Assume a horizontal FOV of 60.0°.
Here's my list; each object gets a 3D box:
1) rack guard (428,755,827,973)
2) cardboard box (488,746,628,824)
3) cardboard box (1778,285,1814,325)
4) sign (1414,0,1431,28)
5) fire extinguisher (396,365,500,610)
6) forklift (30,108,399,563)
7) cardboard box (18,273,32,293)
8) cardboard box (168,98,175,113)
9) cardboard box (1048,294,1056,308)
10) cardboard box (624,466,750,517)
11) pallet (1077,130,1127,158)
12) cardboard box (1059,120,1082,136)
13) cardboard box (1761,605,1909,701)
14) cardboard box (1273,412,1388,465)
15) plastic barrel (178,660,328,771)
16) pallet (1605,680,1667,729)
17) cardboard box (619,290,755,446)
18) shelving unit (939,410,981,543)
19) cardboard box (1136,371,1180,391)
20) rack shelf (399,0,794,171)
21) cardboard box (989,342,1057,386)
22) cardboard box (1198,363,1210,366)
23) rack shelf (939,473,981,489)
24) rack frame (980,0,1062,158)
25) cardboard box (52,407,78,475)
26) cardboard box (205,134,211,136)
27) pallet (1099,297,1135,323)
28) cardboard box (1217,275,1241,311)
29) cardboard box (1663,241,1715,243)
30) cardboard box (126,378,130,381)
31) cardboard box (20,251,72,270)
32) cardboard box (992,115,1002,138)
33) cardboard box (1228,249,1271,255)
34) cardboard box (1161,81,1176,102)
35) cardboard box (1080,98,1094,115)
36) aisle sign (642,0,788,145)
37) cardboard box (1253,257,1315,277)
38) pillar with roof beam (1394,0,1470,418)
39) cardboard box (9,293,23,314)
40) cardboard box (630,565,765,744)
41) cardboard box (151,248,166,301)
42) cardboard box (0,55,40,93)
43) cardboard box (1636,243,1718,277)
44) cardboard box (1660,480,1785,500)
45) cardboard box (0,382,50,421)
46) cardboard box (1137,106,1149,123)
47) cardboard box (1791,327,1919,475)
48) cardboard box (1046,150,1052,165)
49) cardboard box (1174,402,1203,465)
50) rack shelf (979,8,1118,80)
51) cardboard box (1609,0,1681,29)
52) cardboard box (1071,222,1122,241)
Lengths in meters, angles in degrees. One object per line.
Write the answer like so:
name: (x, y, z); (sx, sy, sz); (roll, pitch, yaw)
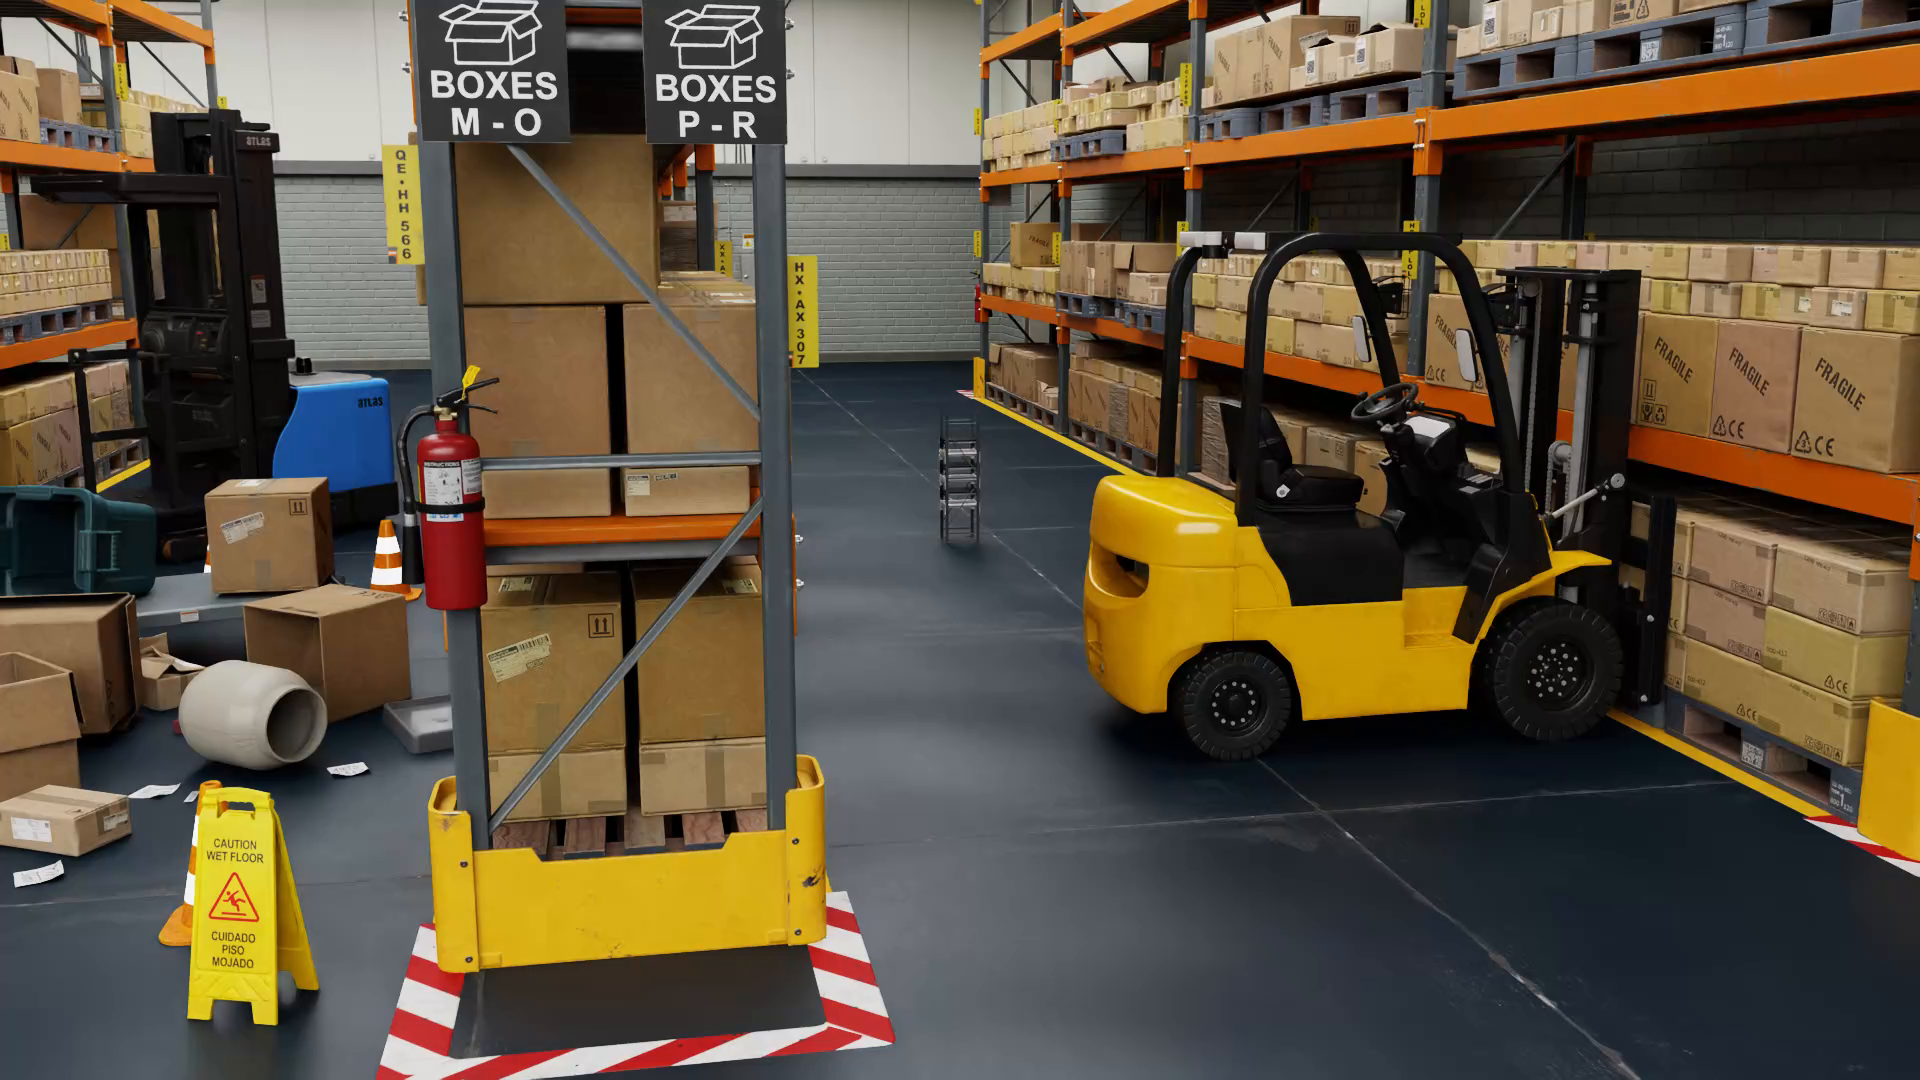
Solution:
rack guard: (-1.013, 0.990, 5.158); (1.175, 0.500, 0.348); (-2, 11, -11)
cardboard box: (-1.424, 0.778, 5.820); (0.500, 0.250, 0.500); (-2, 11, -11)
cardboard box: (3.458, -0.922, 6.516); (0.380, 0.149, 0.250); (-2, 11, -10)
sign: (2.561, -2.999, 9.186); (0.100, 0.325, 0.005); (-2, 11, -11)
fire extinguisher: (-1.428, -0.148, 4.660); (0.296, 0.674, 0.183); (-2, 11, -11)
forklift: (-5.390, -1.385, 11.136); (1.130, 2.935, 3.031); (7, 13, 33)
cardboard box: (-7.494, -2.008, 12.978); (0.380, 0.149, 0.250); (-2, 11, -11)
cardboard box: (-8.316, -4.468, 17.124); (0.380, 0.149, 0.250); (-2, 11, -13)
cardboard box: (1.154, -2.579, 17.896); (0.380, 0.149, 0.250); (-2, 11, -9)
cardboard box: (-0.862, -0.170, 5.242); (0.380, 0.149, 0.250); (-2, 11, -11)
pallet: (1.798, -3.675, 15.463); (1.213, 0.211, 1.003); (-2, 11, -11)
cardboard box: (1.204, -4.142, 16.697); (0.380, 0.149, 0.250); (-2, 11, -10)
cardboard box: (3.468, 0.416, 6.384); (0.500, 0.250, 0.500); (-2, 11, -12)
cardboard box: (2.687, -0.554, 11.814); (0.875, 0.625, 0.625); (-3, 11, -13)
plastic barrel: (-2.885, 0.718, 6.793); (0.512, 0.421, 0.421); (6, 12, 28)
pallet: (3.446, 0.602, 7.966); (1.003, 0.211, 1.213); (-2, 11, -11)
cardboard box: (-0.923, -0.611, 5.822); (0.500, 0.500, 0.500); (-2, 11, -9)
shelving unit: (-0.002, -0.444, 11.620); (0.258, 0.900, 0.210); (-2, 11, -11)
cardboard box: (1.822, -1.446, 15.096); (0.380, 0.149, 0.250); (-2, 11, -12)
rack shelf: (-1.388, -1.711, 6.565); (1.077, 0.370, 4.000); (-2, 11, -11)
cardboard box: (0.784, -2.204, 20.808); (0.797, 0.503, 0.637); (-3, 11, -13)
cardboard box: (2.184, -1.610, 15.962); (0.380, 0.149, 0.250); (-2, 11, -10)
rack shelf: (-0.002, -0.411, 11.626); (0.258, 0.077, 0.200); (-2, 11, -11)
rack frame: (0.758, -6.287, 20.660); (1.000, 3.000, 0.127); (-2, 11, -11)
cardboard box: (-7.483, -0.796, 13.419); (0.500, 0.500, 0.500); (-2, 11, -12)
cardboard box: (-8.607, -4.530, 18.517); (0.500, 0.250, 0.500); (-2, 11, -13)
pallet: (1.931, -2.135, 15.403); (1.003, 0.211, 1.213); (-2, 11, -11)
cardboard box: (2.256, -1.862, 12.522); (0.500, 0.250, 0.500); (-2, 11, -9)
cardboard box: (3.664, -1.418, 8.325); (0.380, 0.149, 0.250); (-2, 11, -12)
cardboard box: (-8.198, -1.539, 16.673); (0.380, 0.149, 0.250); (-2, 11, -12)
cardboard box: (-7.702, -2.345, 13.952); (0.380, 0.149, 0.250); (-2, 11, -13)
cardboard box: (0.678, -4.947, 19.911); (0.500, 0.250, 0.500); (-2, 11, -11)
cardboard box: (2.367, -2.228, 13.989); (0.500, 0.500, 0.500); (-2, 11, -8)
cardboard box: (1.908, -3.766, 13.975); (0.380, 0.149, 0.250); (-2, 11, -13)
cardboard box: (1.369, -4.146, 15.923); (0.380, 0.149, 0.250); (-2, 11, -12)
aisle sign: (-0.683, -1.501, 4.608); (0.394, 0.787, 0.004); (-2, 11, -11)
cardboard box: (2.356, -1.984, 12.093); (0.380, 0.149, 0.250); (-2, 11, -10)
pillar with roof beam: (-0.772, -4.457, 11.045); (9.100, 9.000, 0.400); (-2, 11, -11)
cardboard box: (-7.438, -1.813, 12.749); (0.380, 0.149, 0.250); (-2, 11, -8)
cardboard box: (-0.889, 0.390, 5.852); (0.500, 0.500, 0.500); (-3, 11, -13)
cardboard box: (-8.121, -2.612, 16.335); (0.500, 0.500, 0.500); (-2, 11, -11)
cardboard box: (-7.997, -3.669, 13.528); (0.797, 0.503, 0.637); (-2, 11, -12)
cardboard box: (3.289, -1.258, 7.487); (0.380, 0.149, 0.250); (-2, 11, -10)
cardboard box: (3.681, -0.125, 7.887); (0.500, 0.250, 0.500); (-2, 11, -12)
cardboard box: (-7.386, -1.068, 12.841); (0.500, 0.250, 0.500); (-2, 11, -12)
cardboard box: (1.784, -3.761, 14.749); (0.380, 0.149, 0.250); (-2, 11, -9)
cardboard box: (3.516, -0.535, 6.218); (0.500, 0.500, 0.500); (-2, 11, -12)
cardboard box: (1.131, -4.057, 17.636); (0.380, 0.149, 0.250); (-2, 11, -11)
cardboard box: (2.020, -0.921, 14.073); (0.500, 0.500, 0.500); (-2, 11, -9)
rack shelf: (1.147, -5.565, 18.800); (1.077, 0.370, 4.000); (-2, 11, -11)
cardboard box: (3.367, -2.557, 7.422); (0.797, 0.503, 0.637); (-2, 11, -9)
cardboard box: (1.507, -3.330, 18.768); (0.500, 0.500, 0.500); (-2, 11, -13)
